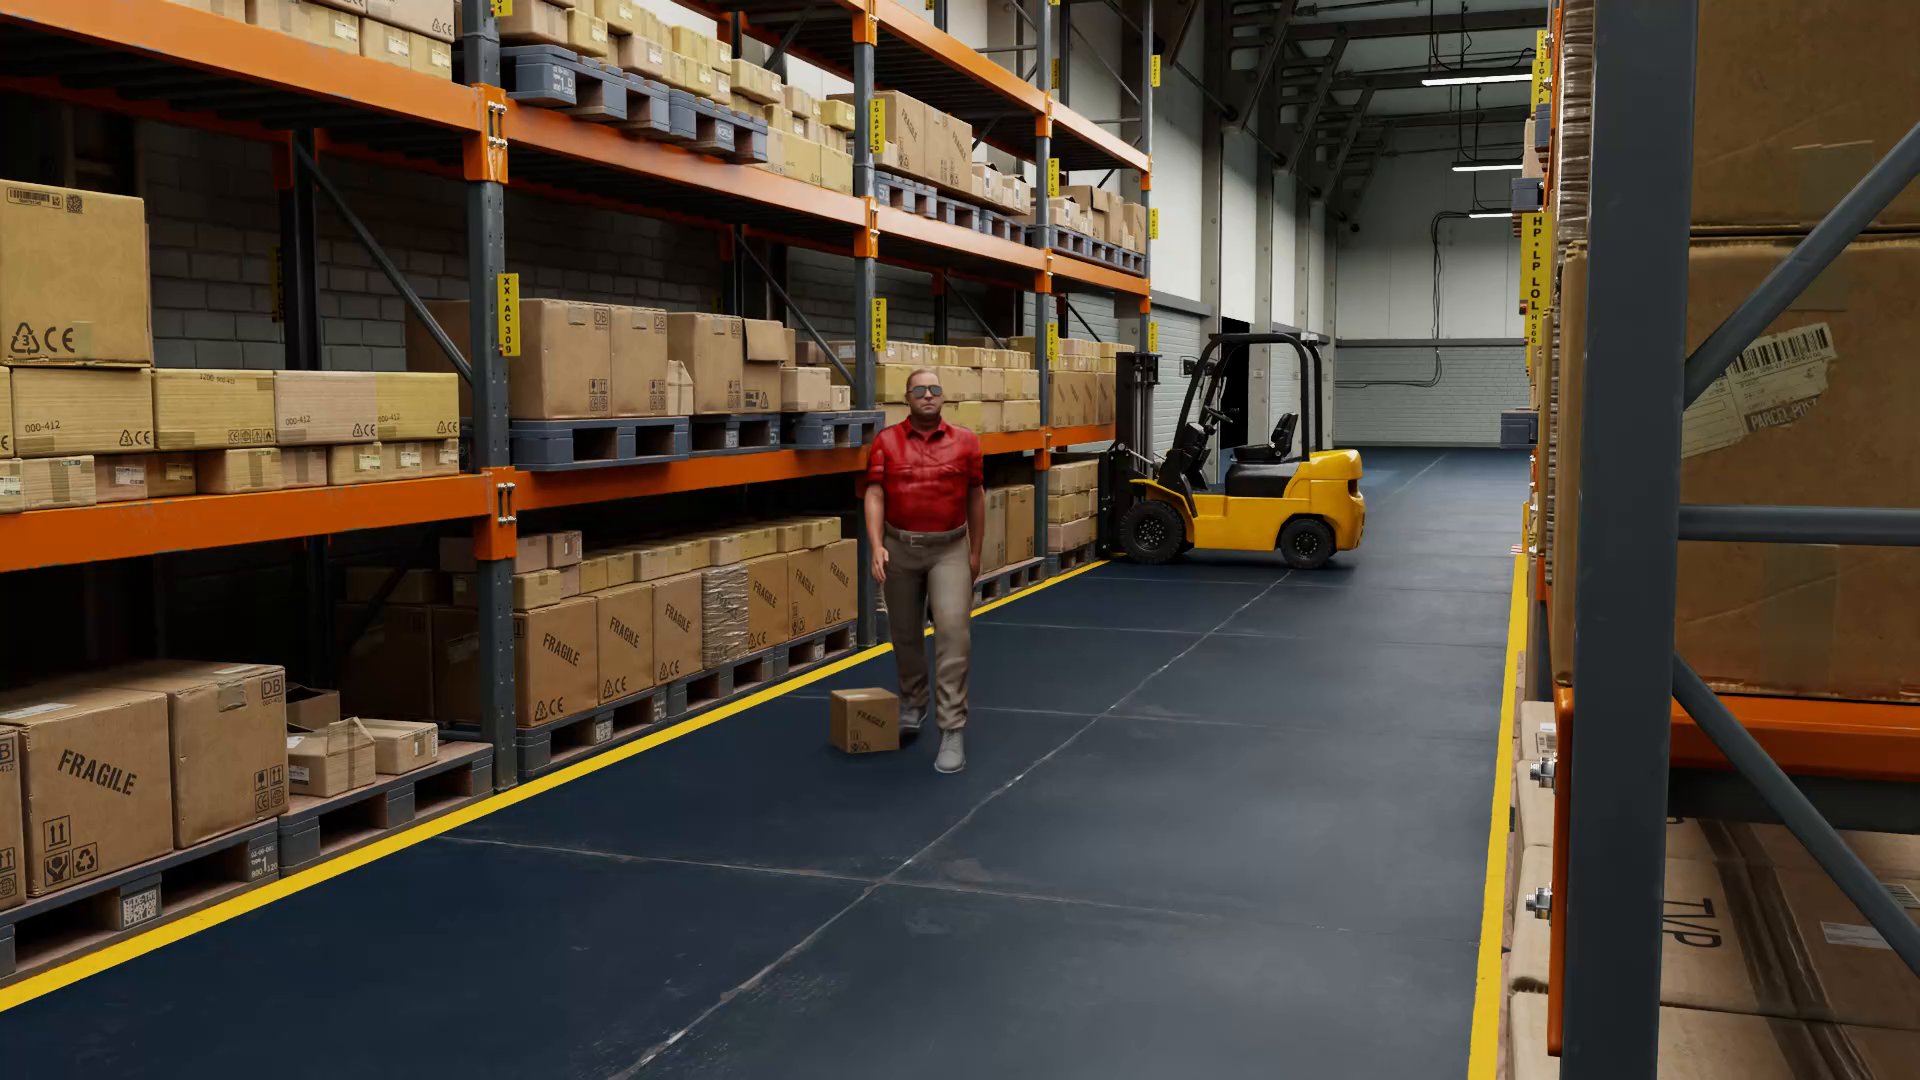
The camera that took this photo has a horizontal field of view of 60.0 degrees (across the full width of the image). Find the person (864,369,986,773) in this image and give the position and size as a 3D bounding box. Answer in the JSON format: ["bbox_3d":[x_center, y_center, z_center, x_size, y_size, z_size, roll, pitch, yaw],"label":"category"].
[{"bbox_3d":[-0.165,0.105,7.500,0.540,1.746,0.878,0,5,4],"label":"person"}]
